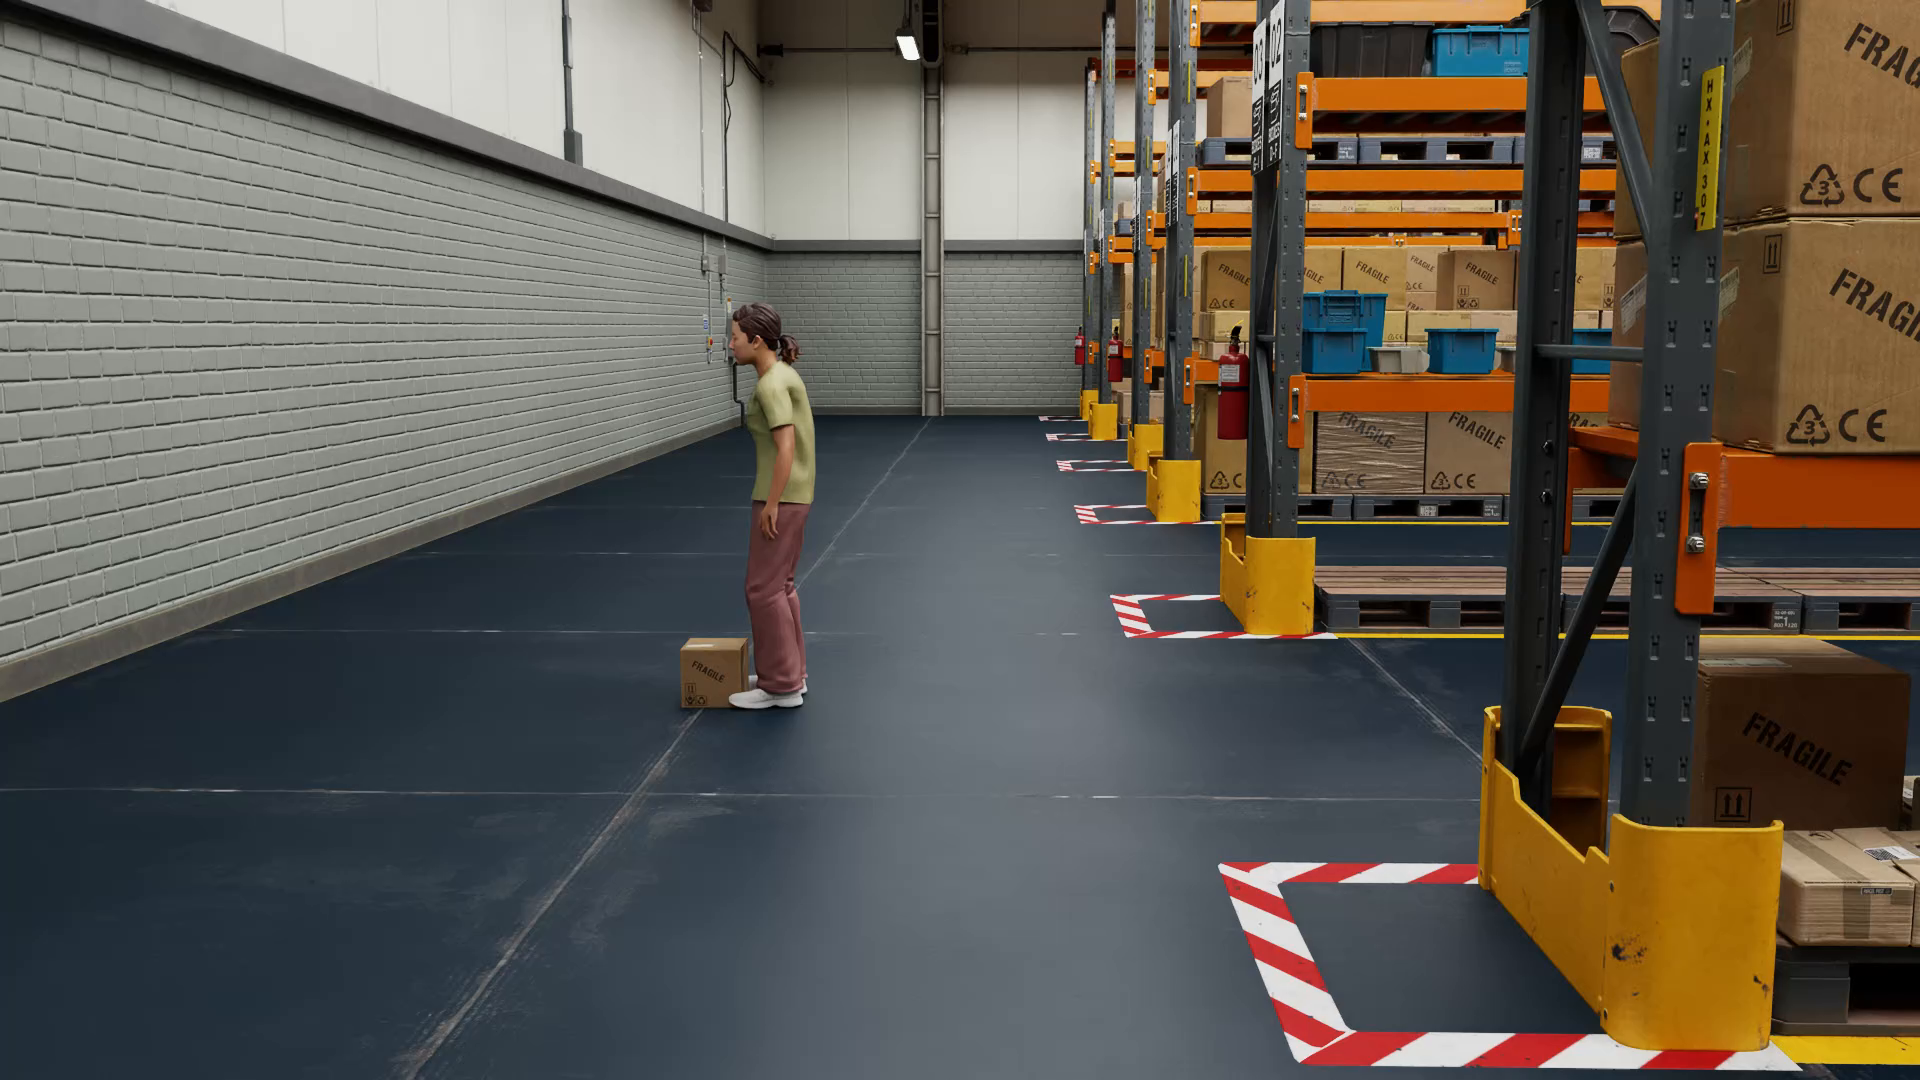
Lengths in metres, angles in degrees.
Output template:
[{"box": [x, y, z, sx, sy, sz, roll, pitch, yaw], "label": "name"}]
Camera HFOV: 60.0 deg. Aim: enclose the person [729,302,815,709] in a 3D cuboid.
[{"box": [-0.784, -0.145, 6.921, 0.365, 1.671, 0.515, 0, 7, -2], "label": "person"}]
